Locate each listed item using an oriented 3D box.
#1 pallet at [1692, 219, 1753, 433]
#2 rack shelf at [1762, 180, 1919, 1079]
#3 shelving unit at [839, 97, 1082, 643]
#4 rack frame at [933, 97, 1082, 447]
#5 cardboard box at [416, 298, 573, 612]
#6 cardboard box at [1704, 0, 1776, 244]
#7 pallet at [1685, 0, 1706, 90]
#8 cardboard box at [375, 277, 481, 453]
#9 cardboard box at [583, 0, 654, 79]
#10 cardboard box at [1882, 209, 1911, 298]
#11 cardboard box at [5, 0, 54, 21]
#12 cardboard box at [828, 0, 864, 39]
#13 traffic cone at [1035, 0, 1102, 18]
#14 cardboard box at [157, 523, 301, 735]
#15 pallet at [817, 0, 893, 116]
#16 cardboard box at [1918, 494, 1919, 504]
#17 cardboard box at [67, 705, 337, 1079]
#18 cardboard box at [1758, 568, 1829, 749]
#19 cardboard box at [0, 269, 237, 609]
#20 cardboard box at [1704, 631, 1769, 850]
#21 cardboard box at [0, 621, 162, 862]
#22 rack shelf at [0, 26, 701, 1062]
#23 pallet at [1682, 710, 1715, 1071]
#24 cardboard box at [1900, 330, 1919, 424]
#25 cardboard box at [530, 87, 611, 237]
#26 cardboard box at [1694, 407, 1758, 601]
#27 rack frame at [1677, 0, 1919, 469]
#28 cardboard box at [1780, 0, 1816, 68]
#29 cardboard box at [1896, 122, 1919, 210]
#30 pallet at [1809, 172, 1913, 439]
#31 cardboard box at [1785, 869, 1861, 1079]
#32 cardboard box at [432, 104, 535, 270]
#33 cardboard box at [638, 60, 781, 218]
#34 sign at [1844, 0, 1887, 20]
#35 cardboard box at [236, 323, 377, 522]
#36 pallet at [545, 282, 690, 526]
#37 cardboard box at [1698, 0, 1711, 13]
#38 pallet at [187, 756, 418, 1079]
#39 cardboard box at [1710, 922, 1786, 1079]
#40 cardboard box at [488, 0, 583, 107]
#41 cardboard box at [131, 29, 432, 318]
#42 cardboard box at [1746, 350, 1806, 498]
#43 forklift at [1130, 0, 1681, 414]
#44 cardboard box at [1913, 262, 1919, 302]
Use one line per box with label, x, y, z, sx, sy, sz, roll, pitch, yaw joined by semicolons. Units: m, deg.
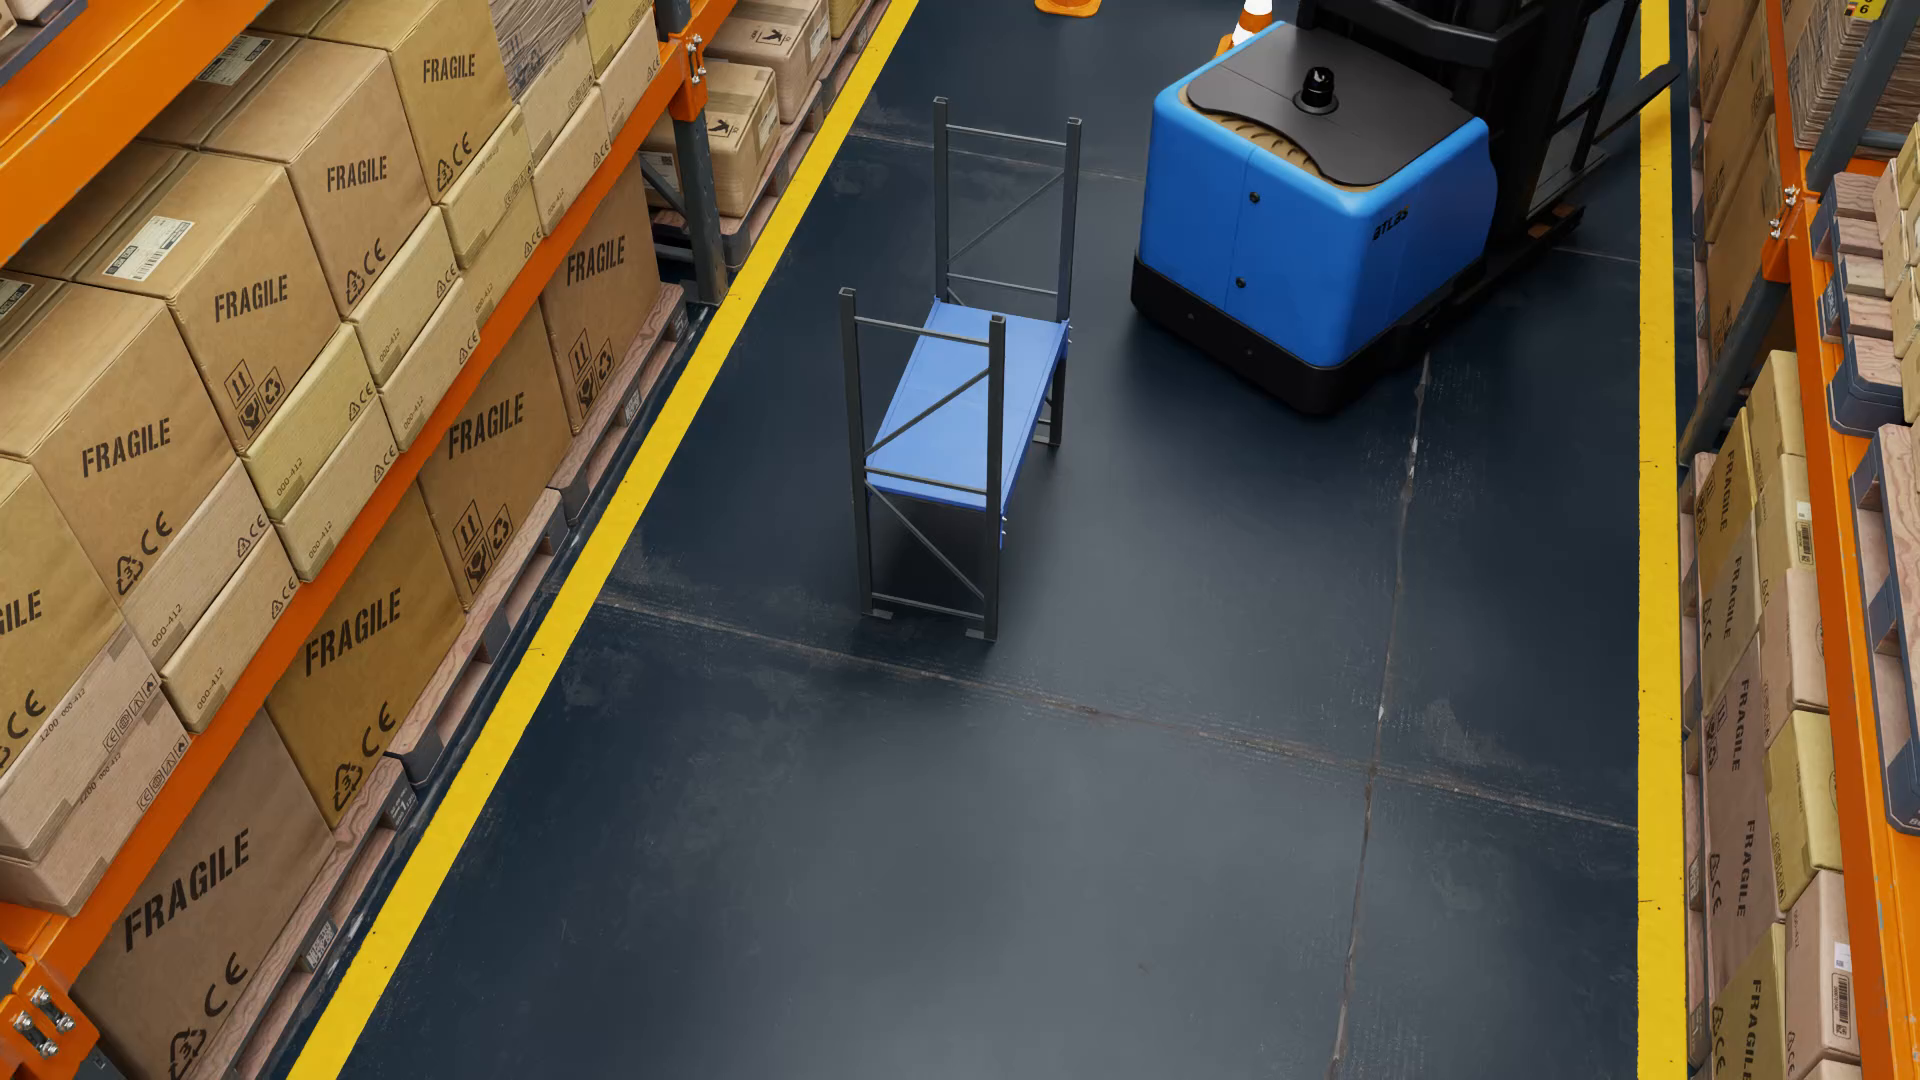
pallet;3.585;-0.856;6.865;1.003;0.211;1.213;12;50;10
rack shelf;2.778;0.461;4.322;1.077;0.370;4.000;12;50;10
shelving unit;0.022;-0.558;5.742;0.538;1.500;1.048;12;50;10
rack frame;0.156;-0.926;6.067;0.500;1.500;0.032;12;50;10
cardboard box;-1.998;-0.435;5.771;0.875;0.875;0.875;12;50;10
cardboard box;3.779;-1.674;6.947;1.050;0.750;0.750;12;50;11
pallet;4.227;-2.621;8.422;1.003;0.211;1.213;12;50;10
cardboard box;-1.754;-0.552;4.837;0.500;0.250;0.500;11;49;9
cardboard box;-1.380;-1.842;5.642;0.500;0.250;0.500;11;50;10
cardboard box;2.921;-0.801;4.844;0.380;0.149;0.250;14;50;12
cardboard box;-1.880;-1.134;3.125;0.380;0.166;0.250;9;49;7
cardboard box;-0.948;-2.886;8.269;0.950;0.372;0.625;13;50;11
traffic cone;0.580;-3.008;8.596;0.336;0.463;0.334;12;50;10
cardboard box;-2.045;0.175;4.195;0.500;0.250;0.500;10;49;9
pallet;-0.967;-2.649;8.447;1.003;0.211;1.213;12;50;10
cardboard box;2.645;-0.036;4.168;0.380;0.149;0.250;12;50;11
cardboard box;-2.464;0.866;4.622;0.875;0.875;0.875;13;50;11
cardboard box;2.614;0.390;4.792;0.500;0.250;0.500;12;50;10
cardboard box;-2.050;-0.233;3.721;0.500;0.500;0.500;11;50;10
cardboard box;2.613;0.663;5.052;0.500;0.500;0.500;10;49;9
cardboard box;-2.162;0.388;3.674;0.500;0.250;0.500;10;49;9
rack shelf;-2.024;-0.442;5.120;1.077;0.370;4.000;12;50;10
pallet;2.774;1.144;5.099;1.003;0.211;1.213;12;50;10
cardboard box;2.781;-0.410;4.499;0.380;0.149;0.250;14;50;12
cardboard box;-1.499;-1.288;5.486;0.500;0.250;0.500;12;50;11
cardboard box;2.872;-0.074;5.702;0.500;0.500;0.500;10;49;8
rack frame;3.305;-1.223;5.329;1.000;3.000;0.127;12;50;10
cardboard box;3.297;-1.996;5.944;0.500;0.500;0.500;12;50;10
cardboard box;2.984;-1.068;4.881;0.380;0.149;0.250;14;50;12
pallet;3.220;-0.623;4.927;1.213;0.211;1.003;12;50;10
cardboard box;2.352;1.152;4.119;0.500;0.250;0.500;14;50;12
cardboard box;-1.626;-1.096;4.984;0.500;0.250;0.500;10;49;9
cardboard box;-1.339;-1.803;7.313;0.950;0.372;0.625;9;49;7
sign;2.768;-1.714;4.989;0.100;0.325;0.005;12;50;10
cardboard box;-1.894;-0.355;4.329;0.500;0.250;0.500;12;50;11
pallet;-1.778;-0.649;6.682;1.003;0.211;1.213;12;50;10
cardboard box;4.281;-3.044;8.157;1.050;0.750;0.750;11;50;10
pallet;-2.420;1.116;5.124;1.003;0.211;1.213;12;50;10
cardboard box;2.339;1.402;4.399;0.500;0.500;0.500;11;49;9
cardboard box;-1.508;-1.693;5.010;0.500;0.500;0.500;12;50;11
cardboard box;-1.786;-0.970;4.372;0.500;0.500;0.500;11;49;9
cardboard box;2.890;-0.332;5.430;0.500;0.250;0.500;10;49;8
forklift;2.129;-2.461;6.467;3.031;2.935;1.130;-36;58;-28
cardboard box;2.847;-0.677;4.536;0.380;0.149;0.250;10;49;9
